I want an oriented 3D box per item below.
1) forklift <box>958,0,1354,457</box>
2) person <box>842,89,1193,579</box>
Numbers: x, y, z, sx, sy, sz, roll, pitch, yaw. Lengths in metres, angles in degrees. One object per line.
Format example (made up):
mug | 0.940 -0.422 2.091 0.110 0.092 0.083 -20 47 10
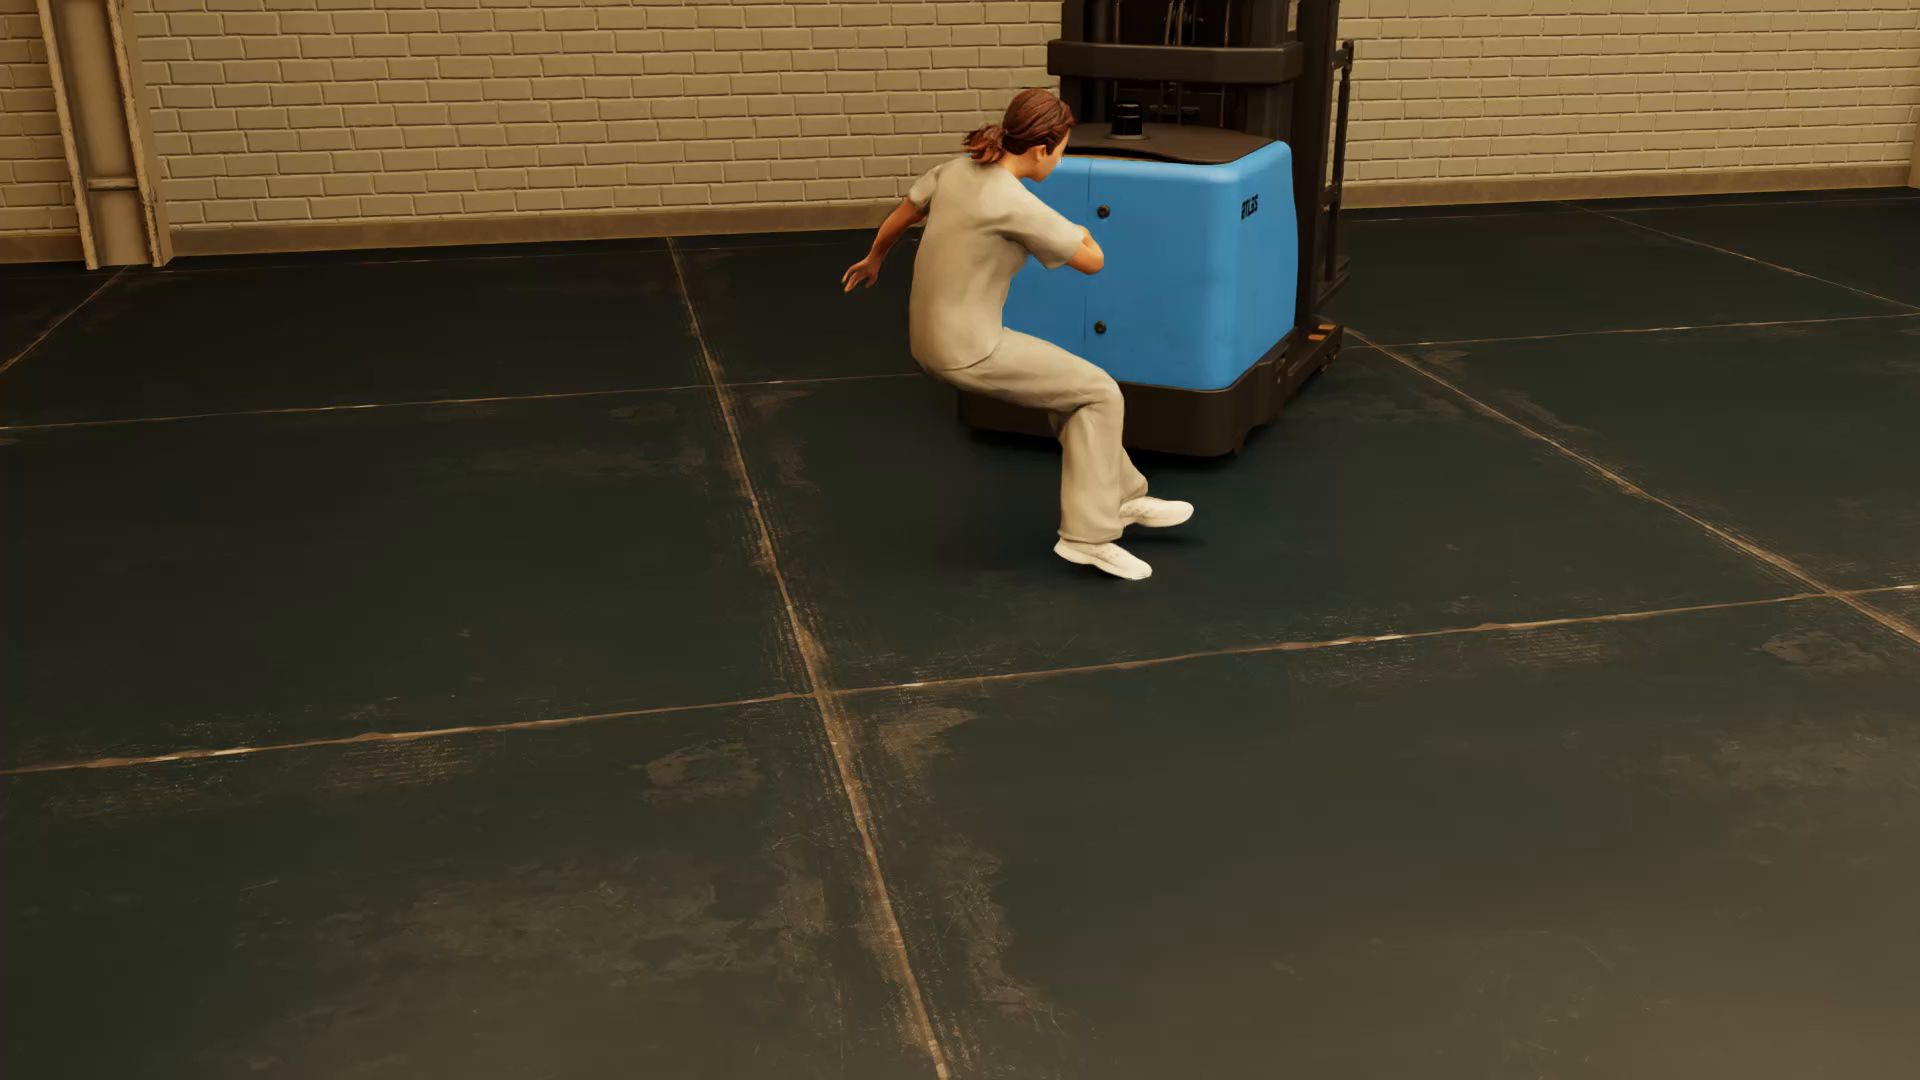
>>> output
forklift | 1.053 -2.152 6.820 1.130 2.935 3.031 9 23 22
person | 0.223 -0.670 5.109 0.903 1.420 0.971 -9 23 -23
